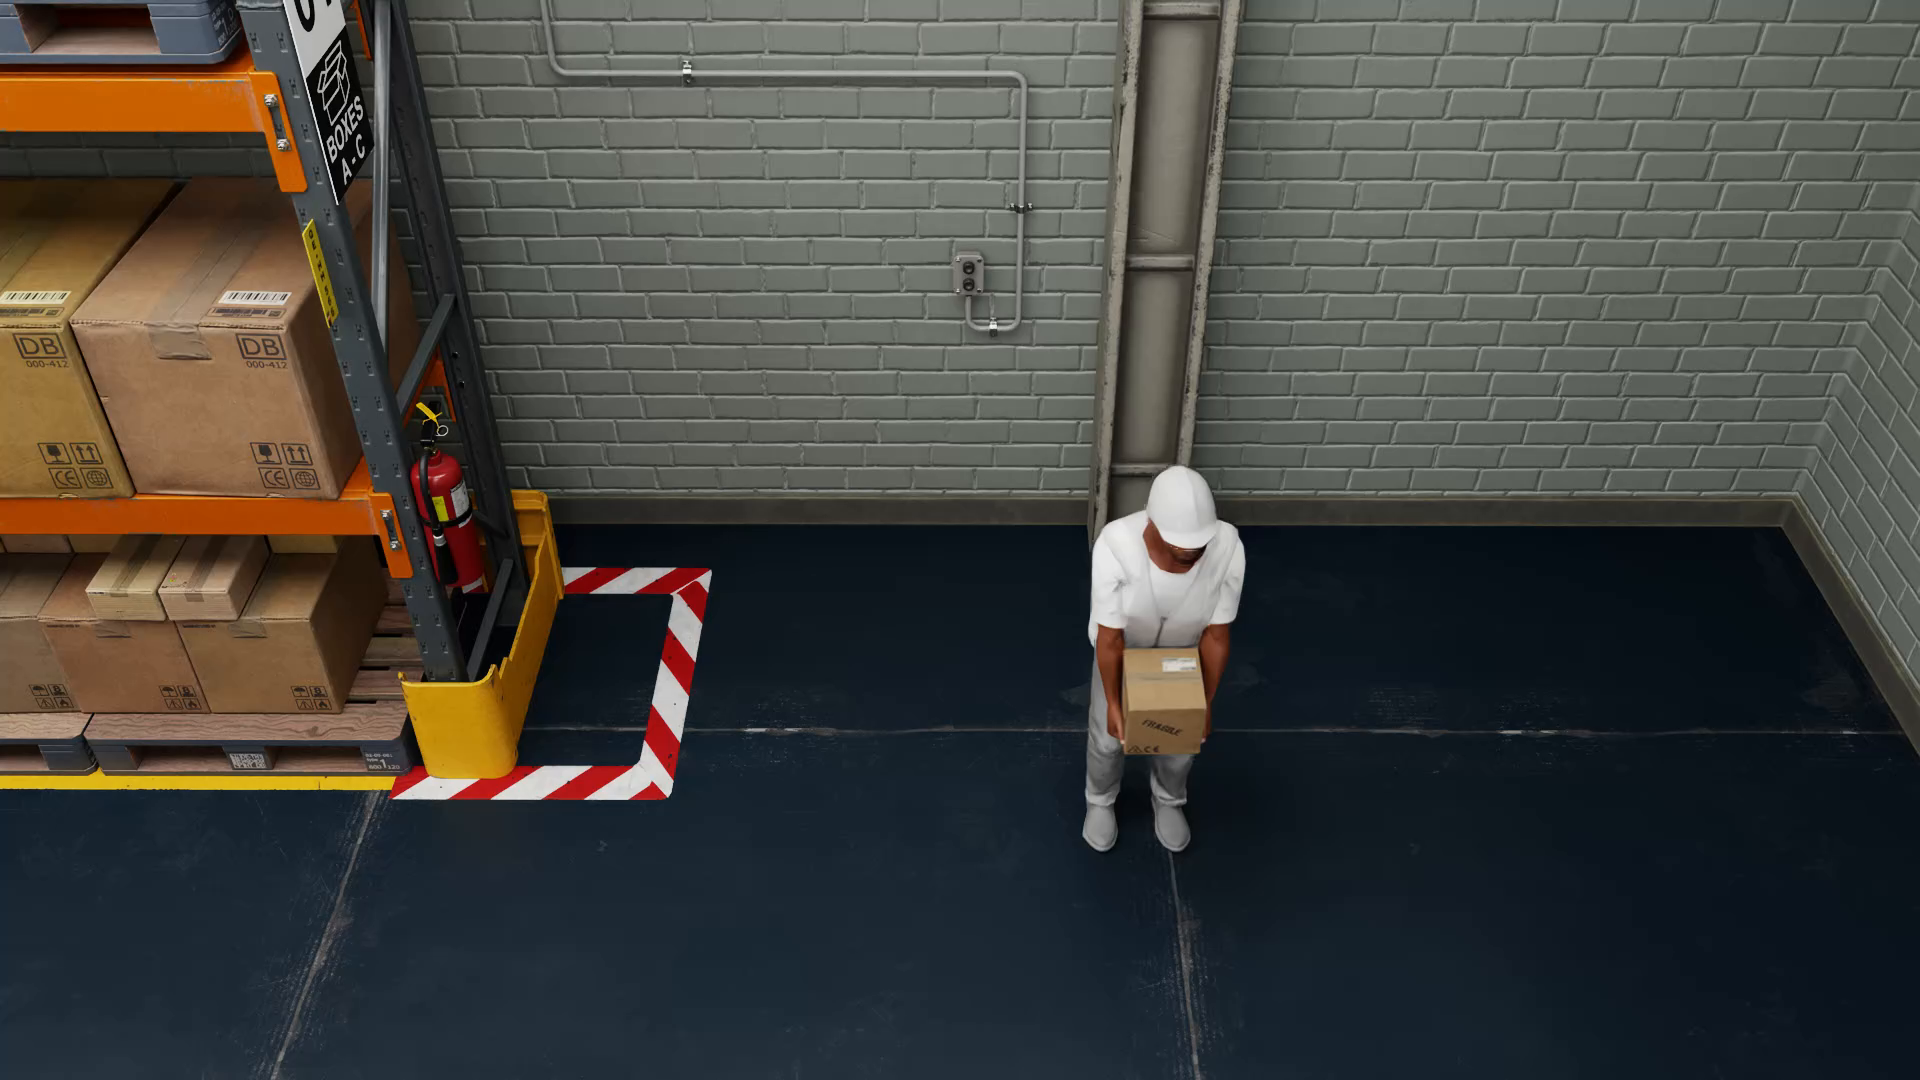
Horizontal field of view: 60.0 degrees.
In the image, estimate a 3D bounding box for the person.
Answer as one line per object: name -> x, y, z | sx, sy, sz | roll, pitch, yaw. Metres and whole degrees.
person -> 0.674, 0.144, 5.388 | 0.497, 0.980, 0.602 | -1, 39, -1
